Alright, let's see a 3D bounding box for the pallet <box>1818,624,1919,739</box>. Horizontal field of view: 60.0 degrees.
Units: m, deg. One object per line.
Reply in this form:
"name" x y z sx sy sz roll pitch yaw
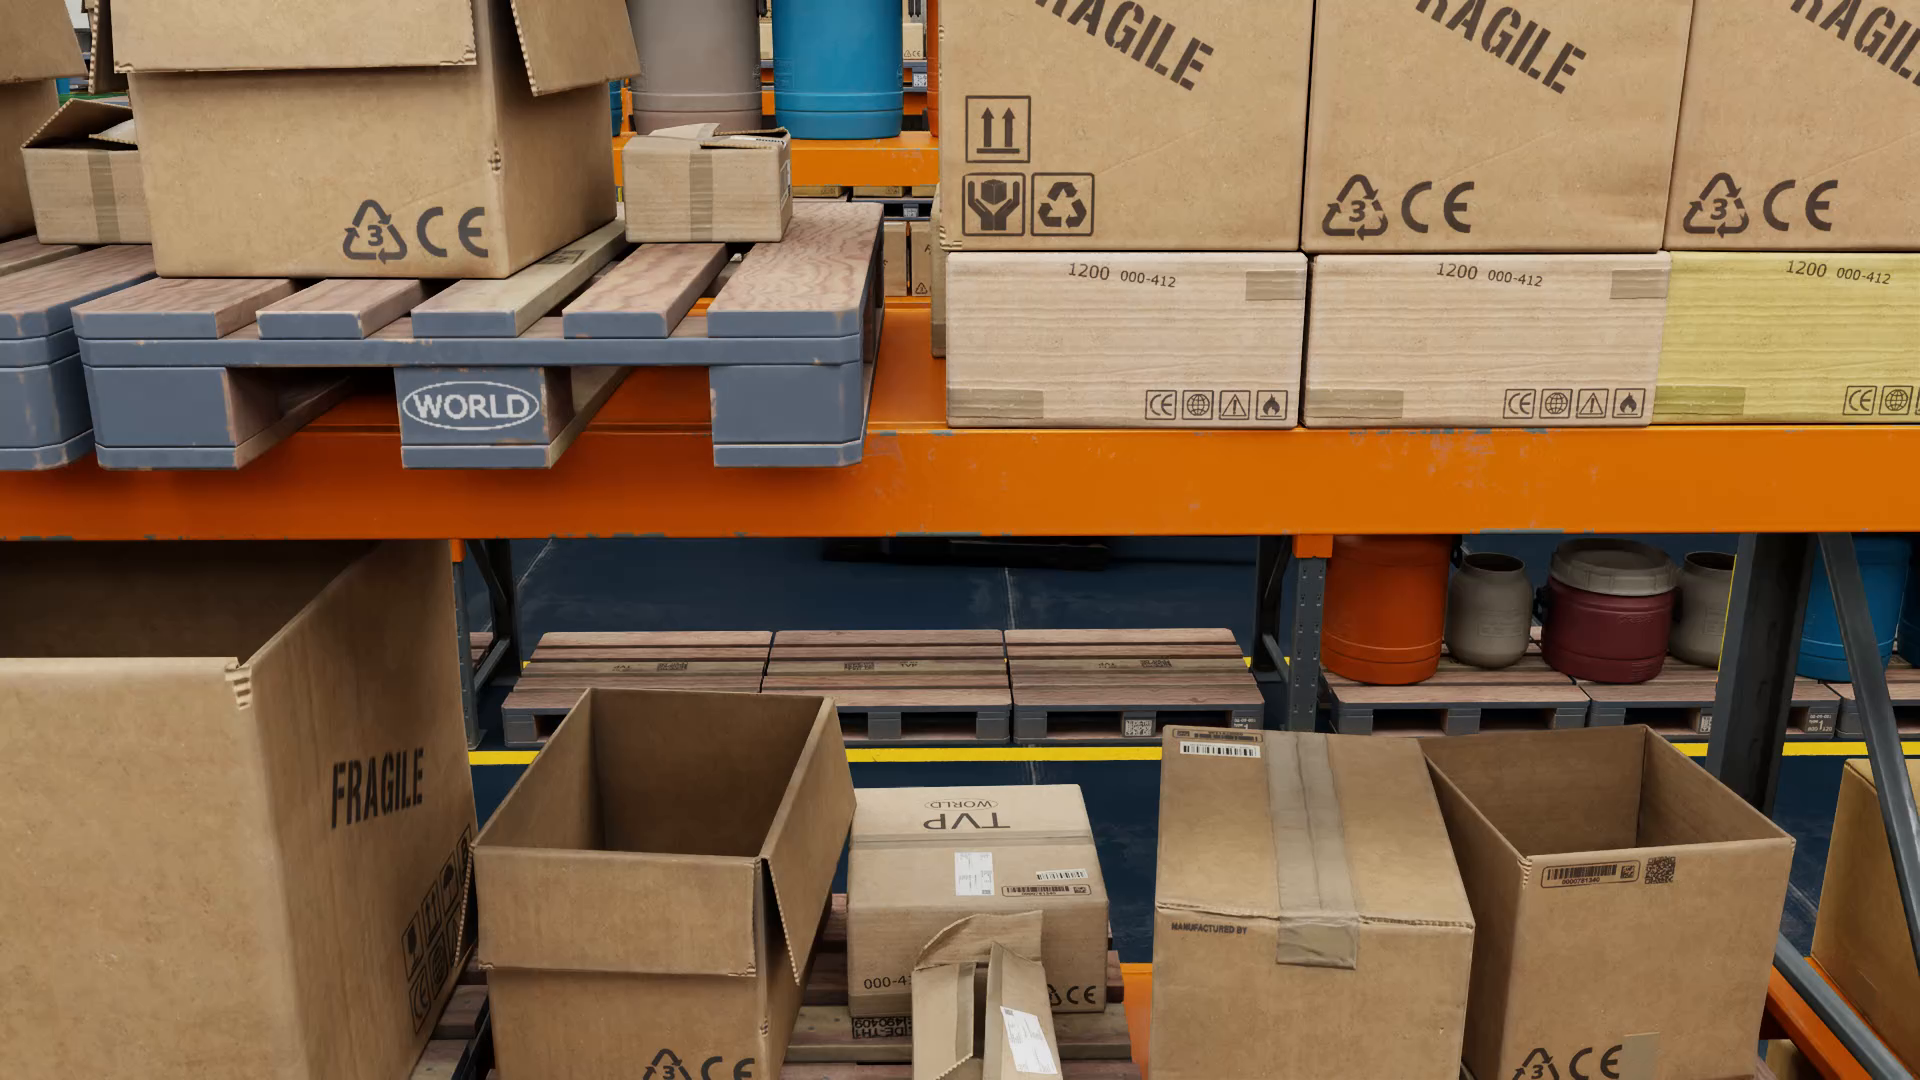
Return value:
"pallet" 4.852 0.707 8.499 1.213 0.211 1.003 0 18 -1

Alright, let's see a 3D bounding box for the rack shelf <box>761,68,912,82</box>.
"rack shelf" -0.531 -4.695 17.039 4.000 0.370 1.077 0 18 -1

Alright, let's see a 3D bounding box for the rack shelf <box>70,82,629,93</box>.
"rack shelf" -4.449 -3.163 12.262 4.000 0.370 1.077 0 18 -1

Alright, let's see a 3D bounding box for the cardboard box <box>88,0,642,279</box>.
"cardboard box" -0.883 -0.715 2.599 0.637 0.503 0.797 0 18 1

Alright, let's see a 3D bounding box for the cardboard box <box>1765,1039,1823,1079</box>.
"cardboard box" 2.393 1.735 3.520 0.875 0.875 1.225 -1 18 -3

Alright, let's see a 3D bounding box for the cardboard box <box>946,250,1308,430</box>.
"cardboard box" 0.234 -0.352 2.568 0.500 0.250 0.500 0 18 1

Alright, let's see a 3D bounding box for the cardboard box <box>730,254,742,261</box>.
"cardboard box" -1.957 -2.031 12.713 0.500 0.250 0.500 1 18 3

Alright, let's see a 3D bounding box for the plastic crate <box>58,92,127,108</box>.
"plastic crate" -3.957 -1.976 7.734 0.450 0.188 0.336 0 18 -1

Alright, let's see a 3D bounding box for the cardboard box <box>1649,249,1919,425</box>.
"cardboard box" 1.232 -0.360 2.593 0.500 0.250 0.500 0 18 -1

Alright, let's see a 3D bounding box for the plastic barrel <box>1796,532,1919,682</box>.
"plastic barrel" 4.372 0.188 8.299 0.708 0.901 0.600 0 18 -1

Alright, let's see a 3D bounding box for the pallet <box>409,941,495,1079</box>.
"pallet" -1.530 1.071 3.111 1.213 0.211 1.003 0 18 -1

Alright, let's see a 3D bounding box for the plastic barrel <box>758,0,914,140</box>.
"plastic barrel" -0.562 -2.316 7.624 0.708 0.901 0.600 0 18 -1

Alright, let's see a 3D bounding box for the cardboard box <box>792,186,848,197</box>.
"cardboard box" -1.463 -3.849 17.251 0.500 0.500 0.700 2 18 5

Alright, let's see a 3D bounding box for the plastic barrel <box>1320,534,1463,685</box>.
"plastic barrel" 2.114 0.233 8.276 0.708 0.830 0.600 0 18 -1

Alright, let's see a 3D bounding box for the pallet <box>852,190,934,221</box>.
"pallet" -0.510 -3.505 17.378 1.213 0.211 1.003 0 18 -1

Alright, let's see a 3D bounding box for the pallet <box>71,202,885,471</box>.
"pallet" -0.640 -0.376 2.706 1.003 0.211 1.213 0 18 -1

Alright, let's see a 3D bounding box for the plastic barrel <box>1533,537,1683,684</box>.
"plastic barrel" 3.243 0.342 8.330 0.708 0.588 0.600 0 18 -1

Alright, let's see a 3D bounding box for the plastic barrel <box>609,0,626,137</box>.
"plastic barrel" -1.870 -2.309 7.604 0.708 0.901 0.600 0 18 -1

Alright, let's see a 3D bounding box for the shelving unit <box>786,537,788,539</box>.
"shelving unit" -1.022 -0.533 10.990 0.252 1.050 0.215 2 18 5

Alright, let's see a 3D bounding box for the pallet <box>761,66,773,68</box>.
"pallet" -1.912 -4.909 16.836 1.003 0.211 1.213 0 18 -1

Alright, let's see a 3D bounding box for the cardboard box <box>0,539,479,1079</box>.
"cardboard box" -1.500 0.492 2.932 1.000 1.000 1.000 0 18 0

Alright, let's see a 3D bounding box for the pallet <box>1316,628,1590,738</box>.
"pallet" 2.413 0.718 8.462 1.213 0.211 1.003 0 18 -1

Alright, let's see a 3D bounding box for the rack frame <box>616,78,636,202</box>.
"rack frame" -2.449 -2.086 12.641 0.127 3.000 1.000 0 18 -1

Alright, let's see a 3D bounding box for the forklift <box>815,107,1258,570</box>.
"forklift" 0.620 -1.378 10.544 3.031 2.935 1.130 2 18 5

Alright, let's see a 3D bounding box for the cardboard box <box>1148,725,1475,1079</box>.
"cardboard box" 0.607 0.720 3.040 0.500 0.500 0.700 2 18 7

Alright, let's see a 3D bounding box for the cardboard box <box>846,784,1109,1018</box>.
"cardboard box" 0.024 0.729 3.422 0.500 0.250 0.500 -1 18 -2

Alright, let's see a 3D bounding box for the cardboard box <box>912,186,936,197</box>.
"cardboard box" -0.247 -3.858 17.278 0.500 0.500 0.700 0 18 -1

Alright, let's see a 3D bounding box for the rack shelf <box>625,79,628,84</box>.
"rack shelf" -4.531 -4.675 16.979 4.000 0.370 1.077 0 18 -1

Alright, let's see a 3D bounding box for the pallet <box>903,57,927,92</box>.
"pallet" -0.245 -3.407 12.157 1.213 0.211 1.003 1 18 2

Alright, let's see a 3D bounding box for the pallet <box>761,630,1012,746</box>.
"pallet" -0.367 0.732 8.421 1.213 0.211 1.003 0 18 -1

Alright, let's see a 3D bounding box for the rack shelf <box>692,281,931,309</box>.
"rack shelf" -0.449 -1.753 12.781 4.000 0.370 1.077 0 18 -1

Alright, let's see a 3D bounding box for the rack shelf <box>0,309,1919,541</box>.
"rack shelf" -0.297 -0.156 2.891 4.000 0.370 1.077 0 18 -1

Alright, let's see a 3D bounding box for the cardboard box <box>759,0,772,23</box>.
"cardboard box" -1.263 -4.001 12.029 0.500 0.500 0.500 1 18 4

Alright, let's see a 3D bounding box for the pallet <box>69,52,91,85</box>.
"pallet" -5.741 -3.449 12.122 1.213 0.211 1.003 0 18 -1

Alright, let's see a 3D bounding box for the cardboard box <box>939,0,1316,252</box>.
"cardboard box" 0.222 -0.712 2.463 0.500 0.500 0.500 0 18 0

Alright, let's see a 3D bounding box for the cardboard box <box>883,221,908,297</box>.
"cardboard box" -0.653 -2.138 12.637 0.500 0.500 0.500 0 18 -1

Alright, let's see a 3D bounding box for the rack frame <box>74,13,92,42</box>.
"rack frame" -6.449 -4.924 11.664 0.127 3.000 1.000 0 18 -1

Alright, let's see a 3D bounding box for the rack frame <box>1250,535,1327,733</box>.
"rack frame" 1.625 -0.593 7.985 0.127 3.000 1.000 0 18 -1

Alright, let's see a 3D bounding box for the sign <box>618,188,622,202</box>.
"sign" -2.439 -2.367 11.968 0.005 0.325 0.100 0 18 -1

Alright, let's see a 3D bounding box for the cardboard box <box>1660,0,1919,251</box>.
"cardboard box" 1.230 -0.715 2.474 0.500 0.500 0.500 0 18 1

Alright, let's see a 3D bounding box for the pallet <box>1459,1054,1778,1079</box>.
"pallet" 0.992 1.047 3.186 1.003 0.211 1.213 0 18 -1

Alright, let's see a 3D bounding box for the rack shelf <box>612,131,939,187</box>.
"rack shelf" -0.375 -1.669 7.607 4.000 0.370 1.077 0 18 -1

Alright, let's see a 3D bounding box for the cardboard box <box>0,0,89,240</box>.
"cardboard box" -1.825 -0.710 2.584 0.637 0.503 0.797 -1 18 -4

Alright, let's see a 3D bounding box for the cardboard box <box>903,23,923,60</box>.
"cardboard box" -0.536 -3.634 12.112 0.500 0.250 0.500 -2 18 -6

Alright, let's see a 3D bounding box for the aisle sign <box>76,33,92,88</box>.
"aisle sign" -6.519 -3.394 12.462 0.004 0.787 0.394 0 18 -1
